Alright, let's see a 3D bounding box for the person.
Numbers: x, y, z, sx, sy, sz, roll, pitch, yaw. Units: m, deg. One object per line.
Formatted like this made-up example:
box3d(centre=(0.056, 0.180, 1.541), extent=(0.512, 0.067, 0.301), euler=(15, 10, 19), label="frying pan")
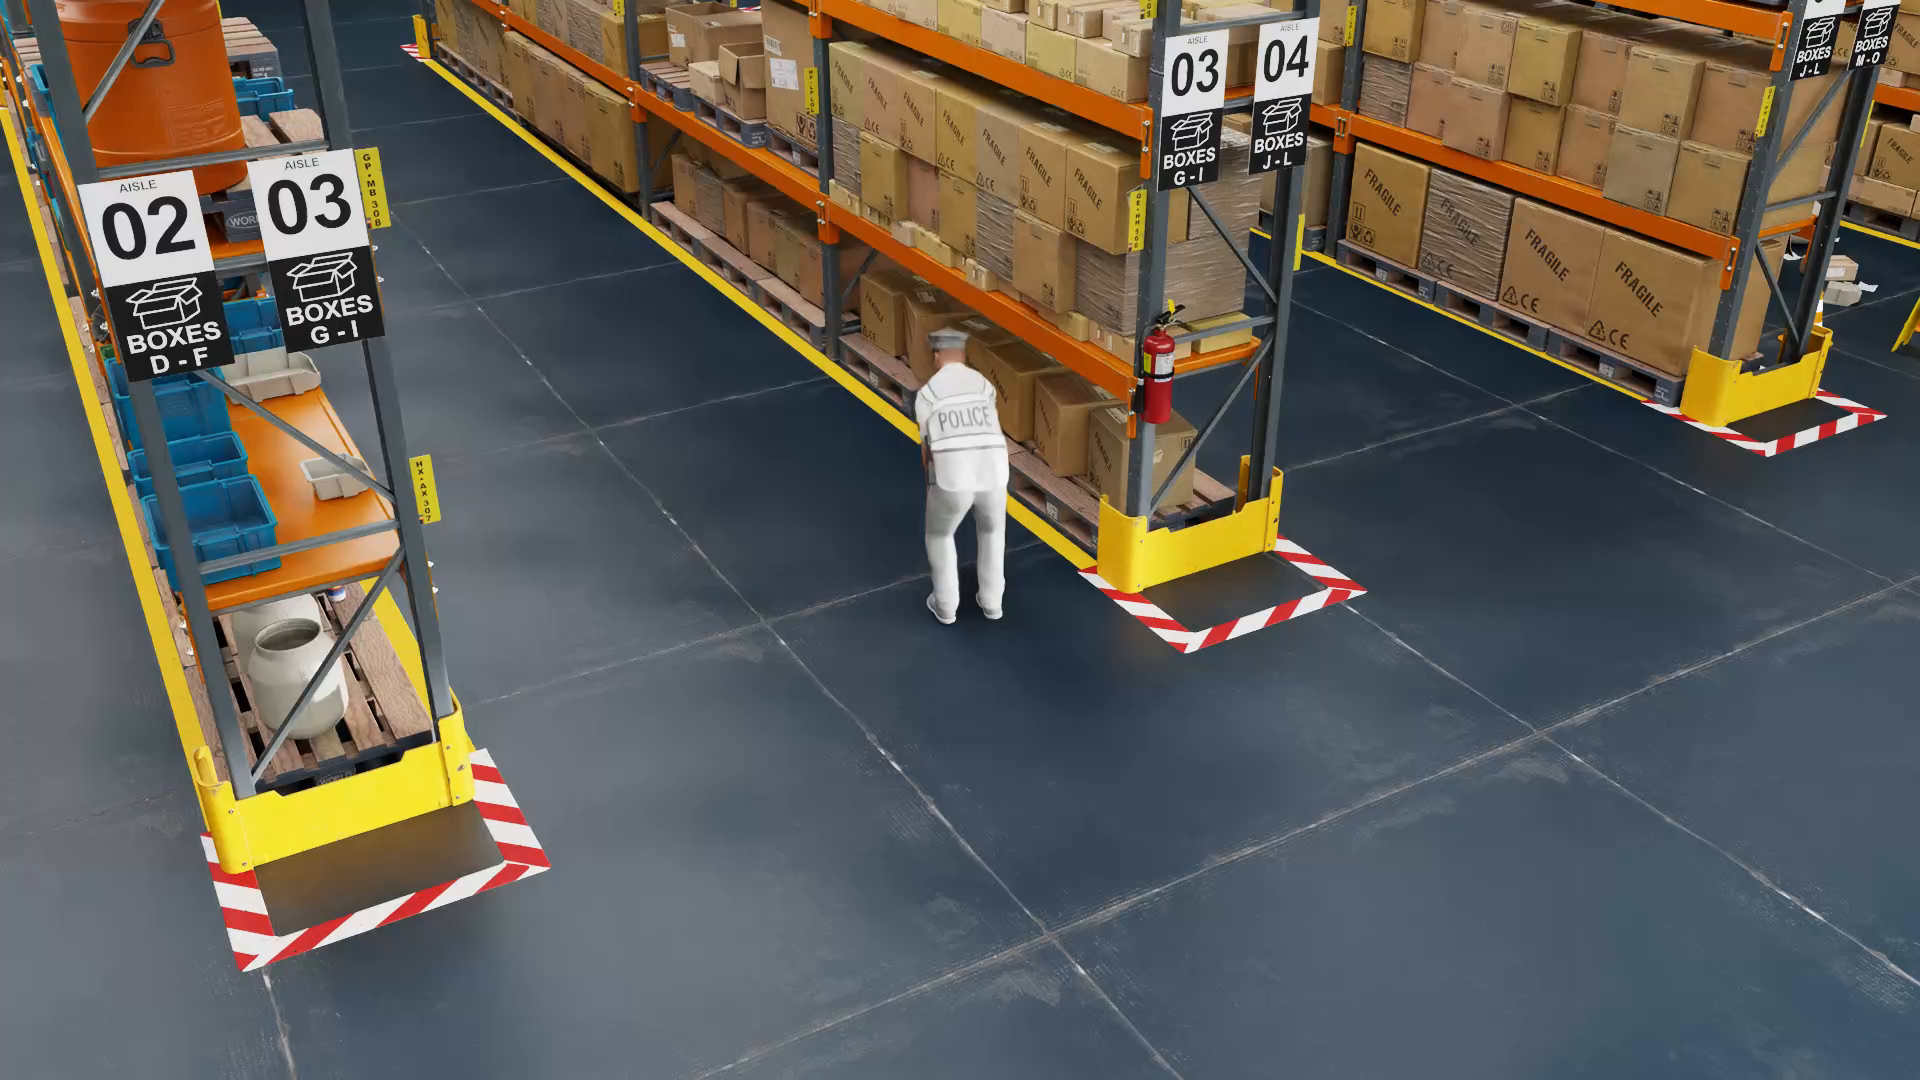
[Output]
box3d(centre=(0.000, -0.353, 9.375), extent=(0.473, 1.590, 0.795), euler=(-6, 29, -11), label="person")
